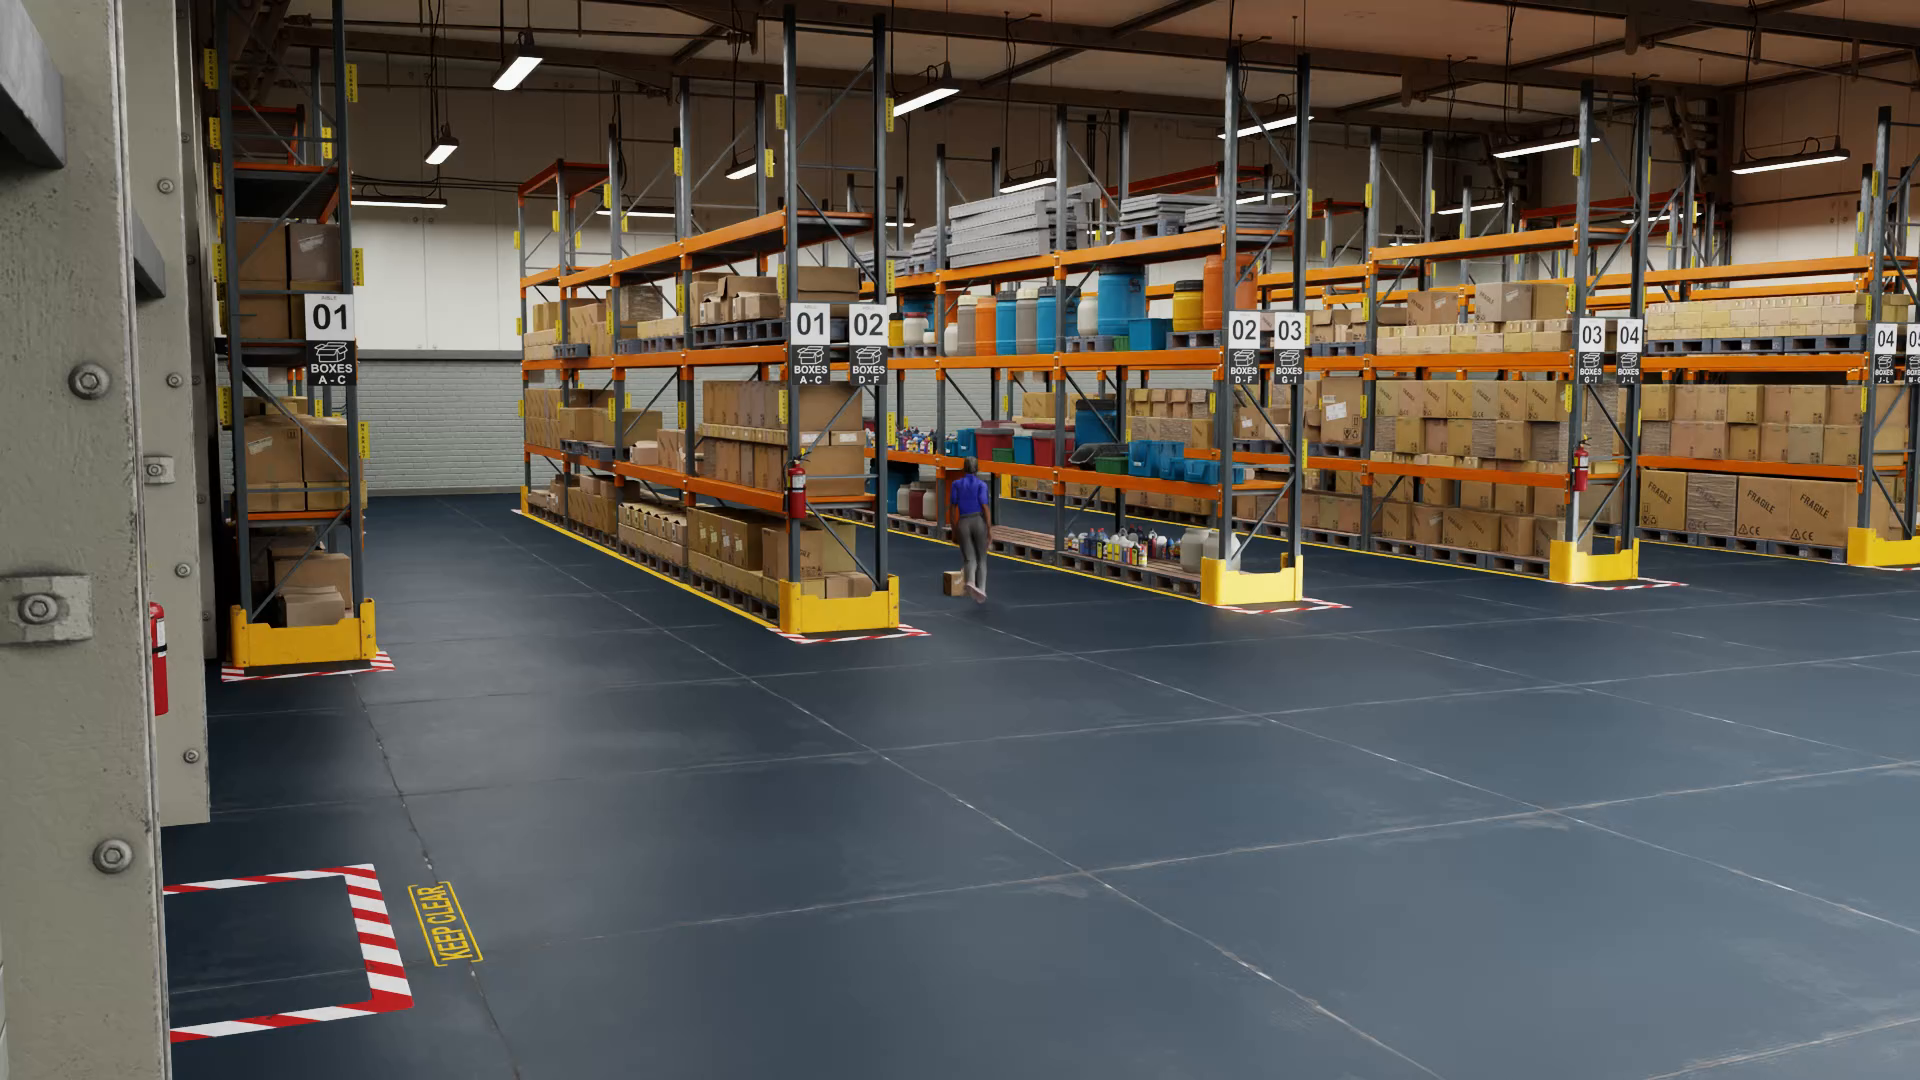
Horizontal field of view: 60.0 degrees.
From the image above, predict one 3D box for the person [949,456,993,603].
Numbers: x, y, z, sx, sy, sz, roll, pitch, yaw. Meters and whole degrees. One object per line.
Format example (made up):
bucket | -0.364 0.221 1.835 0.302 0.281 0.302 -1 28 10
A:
person | 0.113 -0.101 18.129 0.529 1.618 0.758 1 6 12
